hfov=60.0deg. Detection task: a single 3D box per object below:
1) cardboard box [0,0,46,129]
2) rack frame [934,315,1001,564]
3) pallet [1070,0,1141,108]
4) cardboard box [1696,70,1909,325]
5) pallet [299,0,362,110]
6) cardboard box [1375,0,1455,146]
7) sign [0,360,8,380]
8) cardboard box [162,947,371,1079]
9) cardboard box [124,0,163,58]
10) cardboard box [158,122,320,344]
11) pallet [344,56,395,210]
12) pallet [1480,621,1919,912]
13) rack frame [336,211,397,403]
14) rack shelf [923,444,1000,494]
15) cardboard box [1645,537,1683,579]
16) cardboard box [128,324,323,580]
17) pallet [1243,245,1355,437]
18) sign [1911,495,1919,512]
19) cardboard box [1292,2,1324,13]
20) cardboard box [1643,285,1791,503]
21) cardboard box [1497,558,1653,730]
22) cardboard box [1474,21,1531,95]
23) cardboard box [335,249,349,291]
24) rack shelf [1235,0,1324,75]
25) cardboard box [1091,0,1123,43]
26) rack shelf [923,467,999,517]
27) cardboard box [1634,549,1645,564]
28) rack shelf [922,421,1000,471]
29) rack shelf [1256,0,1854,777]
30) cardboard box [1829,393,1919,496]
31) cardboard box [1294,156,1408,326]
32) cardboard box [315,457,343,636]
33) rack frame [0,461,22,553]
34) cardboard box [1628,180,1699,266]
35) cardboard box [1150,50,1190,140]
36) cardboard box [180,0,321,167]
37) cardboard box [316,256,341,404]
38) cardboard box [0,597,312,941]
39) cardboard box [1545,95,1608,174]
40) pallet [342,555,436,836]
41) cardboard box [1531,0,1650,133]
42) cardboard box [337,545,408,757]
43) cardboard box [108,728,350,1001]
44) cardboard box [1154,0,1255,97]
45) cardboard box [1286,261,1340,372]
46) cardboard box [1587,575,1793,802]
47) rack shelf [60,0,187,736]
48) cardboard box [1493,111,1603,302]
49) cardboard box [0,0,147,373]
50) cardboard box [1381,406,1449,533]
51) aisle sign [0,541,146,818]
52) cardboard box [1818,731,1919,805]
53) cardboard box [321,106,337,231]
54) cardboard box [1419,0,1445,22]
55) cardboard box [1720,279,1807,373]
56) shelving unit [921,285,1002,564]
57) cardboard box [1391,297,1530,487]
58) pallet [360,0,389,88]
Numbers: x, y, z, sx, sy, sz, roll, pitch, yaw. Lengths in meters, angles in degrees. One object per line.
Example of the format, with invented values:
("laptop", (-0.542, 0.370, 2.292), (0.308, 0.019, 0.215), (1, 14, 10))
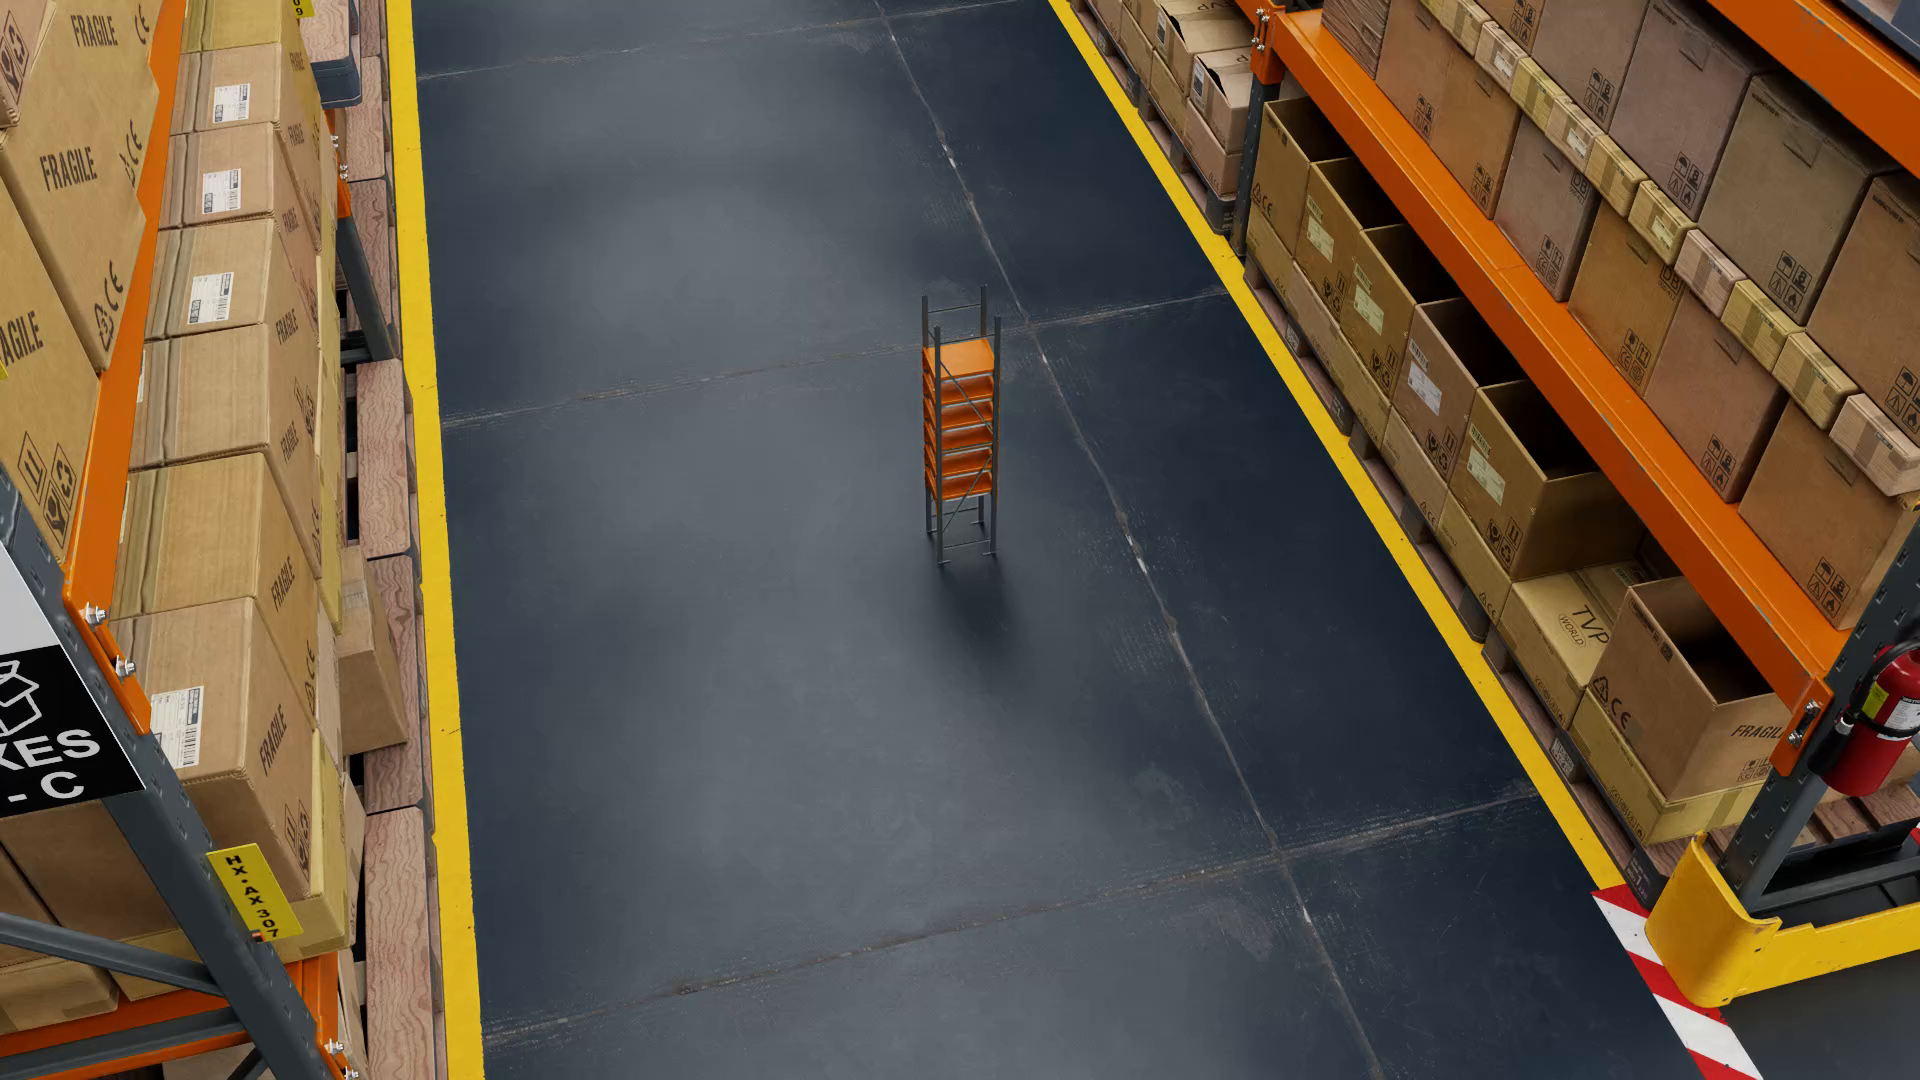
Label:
("cardboard box", (-1.886, -0.991, 2.737), (0.500, 0.500, 0.500), (-11, 47, -11))
("rack frame", (0.027, -0.347, 6.250), (0.240, 1.200, 0.006), (-11, 47, -10))
("pallet", (1.279, -2.923, 9.467), (1.003, 0.211, 1.213), (-11, 47, -10))
("cardboard box", (2.584, -1.004, 4.656), (0.700, 0.500, 0.500), (-12, 47, -11))
("pallet", (-3.022, -2.132, 6.874), (1.003, 0.211, 1.213), (-11, 47, -10))
("cardboard box", (2.082, -1.920, 6.462), (0.700, 0.500, 0.500), (-11, 47, -11))
("sign", (-1.418, -0.339, 2.270), (0.100, 0.325, 0.005), (-11, 47, -10))
("cardboard box", (-2.033, 1.409, 4.843), (0.500, 0.311, 0.500), (-16, 48, -15))
("cardboard box", (-2.184, -1.353, 3.792), (0.500, 0.500, 0.500), (-8, 46, -8))
("cardboard box", (-2.295, -0.899, 5.097), (0.500, 0.500, 0.500), (-12, 47, -11))
("pallet", (-3.483, -2.050, 8.612), (1.003, 0.211, 1.213), (-11, 47, -10))
("pallet", (2.609, 0.664, 5.952), (1.003, 0.211, 1.213), (-11, 47, -10))
("rack frame", (-2.967, -1.645, 6.262), (1.000, 3.000, 0.127), (-11, 47, -10))
("rack shelf", (0.004, -0.295, 6.429), (0.258, 0.103, 0.180), (-11, 47, -10))
("cardboard box", (2.793, 0.005, 5.751), (0.500, 0.500, 0.500), (-11, 47, -10))
("cardboard box", (-2.017, -0.186, 4.398), (0.500, 0.500, 0.500), (-12, 47, -12))
("pallet", (1.984, -1.021, 7.603), (1.003, 0.211, 1.213), (-11, 47, -10))
("sign", (2.317, -0.190, 3.860), (0.100, 0.325, 0.005), (-11, 47, -10))
("cardboard box", (1.833, -2.612, 8.448), (0.500, 0.311, 0.500), (-11, 47, -11))
("cardboard box", (2.599, -0.513, 5.083), (0.700, 0.500, 0.500), (-10, 46, -9))
("cardboard box", (2.283, 0.364, 5.924), (0.500, 0.250, 0.500), (-11, 47, -10))
("cardboard box", (2.036, -1.706, 5.797), (0.380, 0.149, 0.250), (-12, 47, -11))
("cardboard box", (-3.171, -1.429, 7.493), (0.700, 0.500, 0.500), (-9, 46, -9))
("rack shelf", (1.309, -3.683, 8.762), (1.077, 0.370, 4.000), (-11, 47, -10))
("cardboard box", (1.047, -3.026, 9.246), (0.500, 0.250, 0.500), (-10, 46, -10))
("rack shelf", (0.004, -0.211, 6.515), (0.258, 0.103, 0.180), (-11, 47, -10))
("cardboard box", (2.664, -0.077, 6.357), (0.500, 0.250, 0.500), (-11, 47, -10))
("rack shelf", (0.004, -0.379, 6.343), (0.258, 0.103, 0.180), (-11, 47, -10))
("rack shelf", (2.333, -0.921, 6.056), (1.077, 0.370, 4.000), (-11, 47, -10))
("cardboard box", (2.563, -0.283, 4.403), (0.380, 0.149, 0.250), (-11, 47, -11))
("cardboard box", (1.773, -1.279, 7.010), (0.500, 0.500, 0.500), (-11, 47, -10))
("cardboard box", (-2.032, 0.058, 4.684), (0.500, 0.250, 0.500), (-11, 47, -11))
("rack frame", (-1.943, -0.983, 1.413), (1.000, 3.000, 0.127), (-11, 47, -10))
("cardboard box", (2.299, -0.995, 5.101), (0.380, 0.149, 0.250), (-9, 46, -9))
("cardboard box", (1.307, -2.321, 8.556), (0.500, 0.250, 0.500), (-11, 47, -11))
("cardboard box", (-2.547, -1.592, 5.776), (0.500, 0.500, 0.500), (-11, 47, -10))
("cardboard box", (-2.289, -0.638, 5.366), (0.500, 0.250, 0.500), (-11, 47, -11))
("cardboard box", (-1.774, 0.515, 3.711), (0.500, 0.500, 0.500), (-11, 47, -10))
("cardboard box", (2.164, -1.353, 5.452), (0.380, 0.149, 0.250), (-11, 47, -11))
("pallet", (-2.445, 0.632, 5.983), (1.003, 0.211, 1.213), (-11, 47, -10))
("cardboard box", (2.326, -1.698, 5.335), (0.700, 0.500, 0.500), (-11, 47, -10))
("cardboard box", (-2.318, 0.434, 5.667), (0.700, 0.500, 0.500), (-13, 47, -13))
("cardboard box", (-1.761, 0.767, 3.989), (0.500, 0.250, 0.500), (-12, 47, -11))
("cardboard box", (1.301, -2.520, 8.358), (0.500, 0.311, 0.500), (-10, 46, -9))
("cardboard box", (1.770, -1.016, 7.277), (0.500, 0.250, 0.500), (-11, 47, -10))
("cardboard box", (2.420, 0.445, 5.320), (0.500, 0.500, 0.500), (-11, 47, -10))
("rack shelf", (-2.455, -1.063, 4.095), (1.077, 0.370, 4.000), (-11, 47, -10))
("cardboard box", (2.339, -1.220, 5.775), (0.700, 0.500, 0.500), (-9, 46, -9))
("cardboard box", (-1.890, -0.629, 3.082), (0.500, 0.500, 0.500), (-8, 46, -8))
("cardboard box", (2.027, -0.326, 6.601), (0.500, 0.250, 0.500), (-11, 47, -10))
("aisle sign", (-1.634, 0.201, 2.632), (0.394, 0.787, 0.004), (-11, 47, -10))
("cardboard box", (2.923, 0.613, 5.681), (0.500, 0.250, 0.500), (-11, 47, -10))
("cardboard box", (-2.552, -1.328, 6.042), (0.500, 0.250, 0.500), (-11, 47, -10))
("cardboard box", (1.903, -2.063, 6.147), (0.380, 0.149, 0.250), (-11, 47, -11))
("cardboard box", (2.429, -0.640, 4.753), (0.380, 0.149, 0.250), (-11, 47, -11))
("shelving unit", (0.004, -0.410, 6.312), (0.258, 1.200, 0.189), (-11, 47, -10))
("cardboard box", (2.023, -0.588, 6.332), (0.500, 0.500, 0.500), (-11, 47, -10))
("pallet", (-3.792, -2.891, 9.435), (1.003, 0.211, 1.213), (-11, 47, -10))
